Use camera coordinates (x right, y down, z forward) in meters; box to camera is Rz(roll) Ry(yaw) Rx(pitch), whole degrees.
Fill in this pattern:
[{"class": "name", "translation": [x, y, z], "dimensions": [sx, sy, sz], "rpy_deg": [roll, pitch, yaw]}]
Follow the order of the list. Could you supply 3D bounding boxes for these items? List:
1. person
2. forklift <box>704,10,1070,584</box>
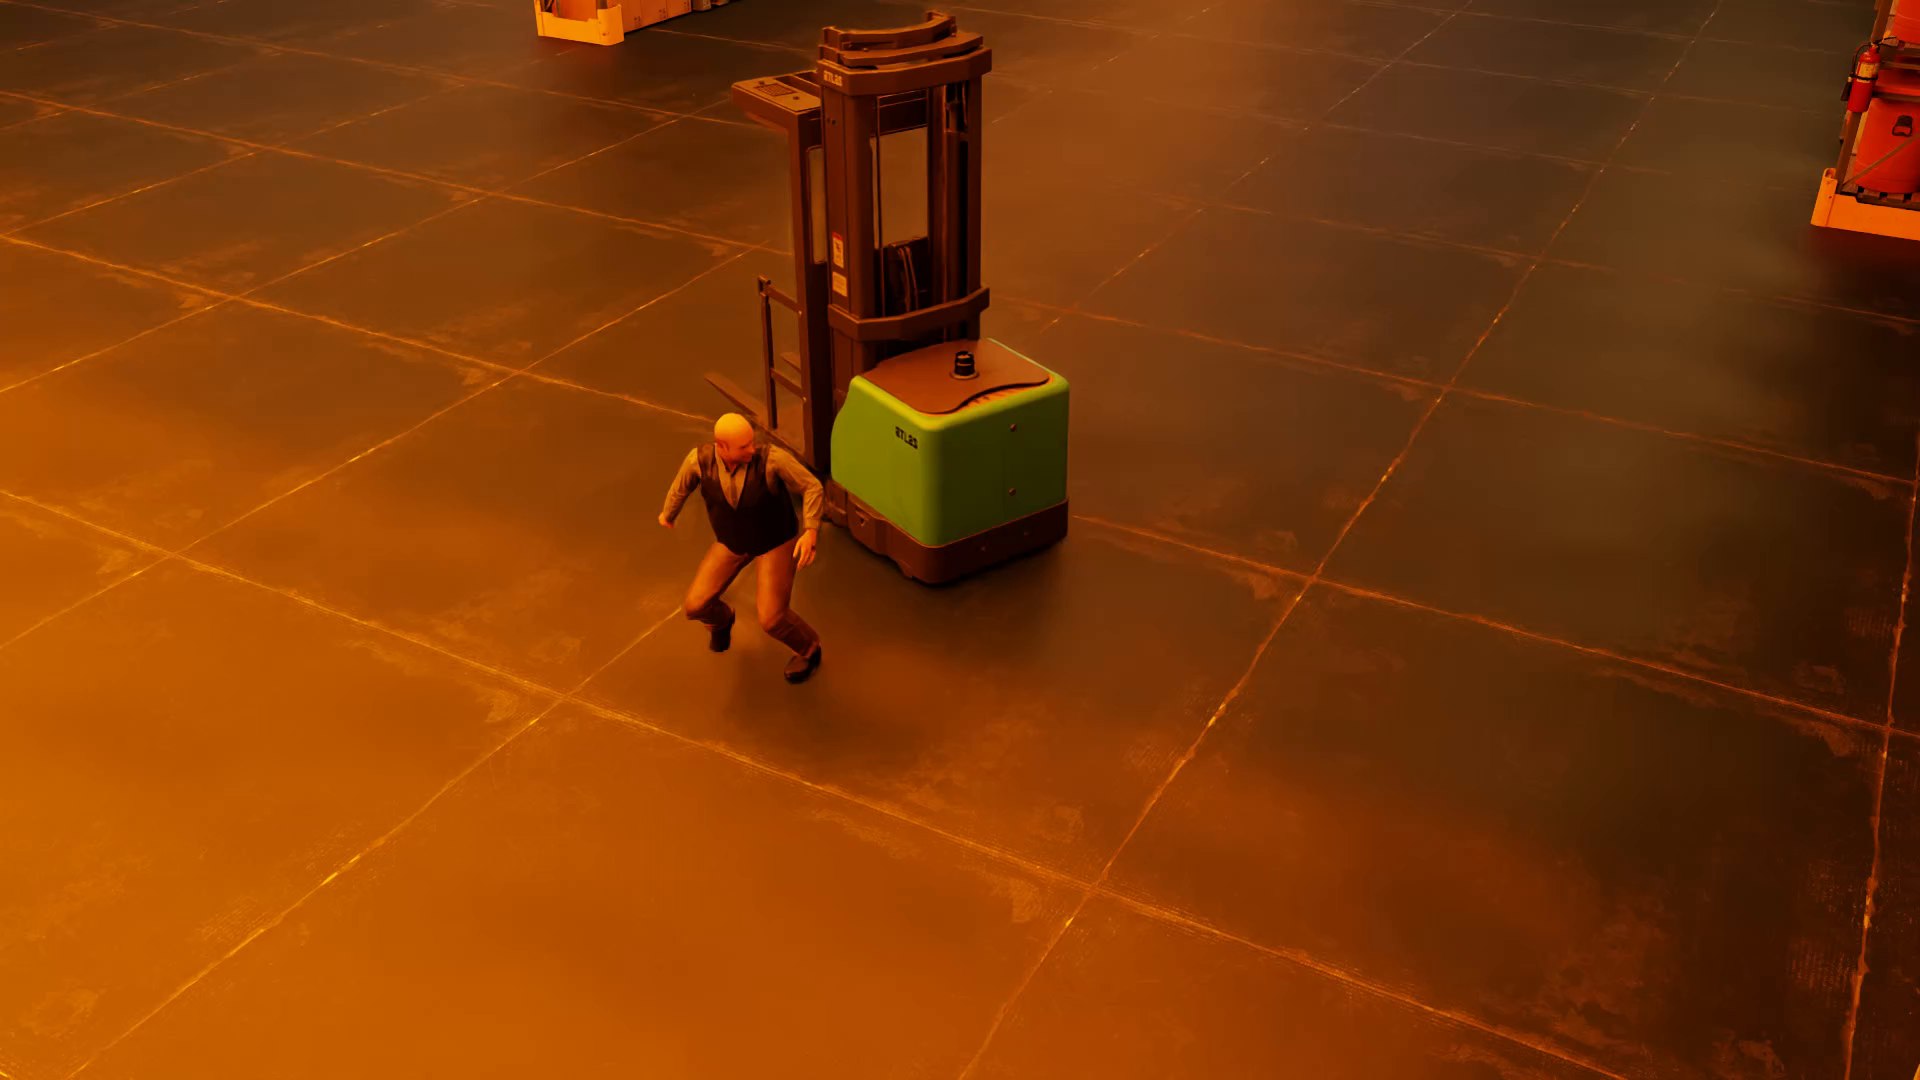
[{"class": "person", "translation": [-1.134, 0.019, 8.492], "dimensions": [0.967, 1.608, 0.502], "rpy_deg": [8, 31, 13]}, {"class": "forklift", "translation": [-0.625, -1.706, 10.026], "dimensions": [1.130, 2.935, 3.031], "rpy_deg": [-20, 35, -30]}]
